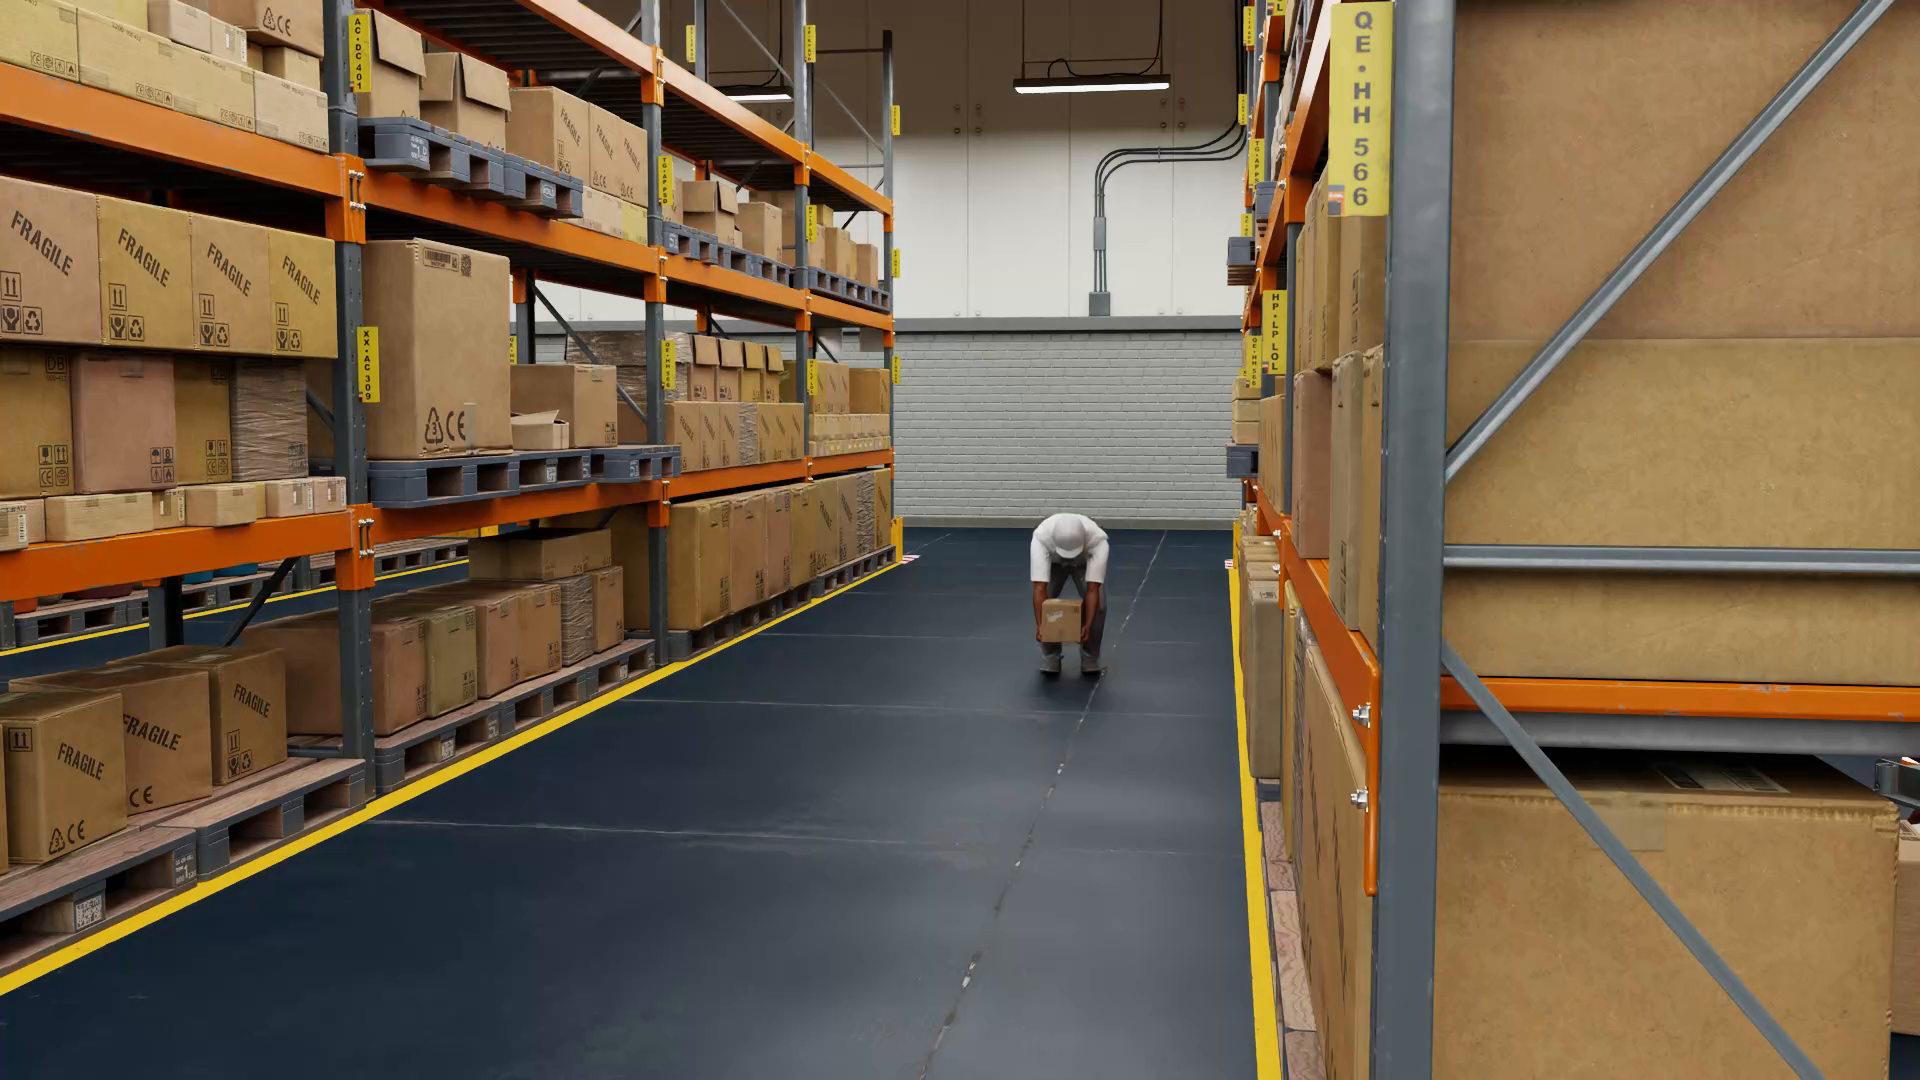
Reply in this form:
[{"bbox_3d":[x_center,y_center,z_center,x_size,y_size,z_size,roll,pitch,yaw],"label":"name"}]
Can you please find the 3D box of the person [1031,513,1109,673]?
[{"bbox_3d":[0.723,0.347,10.905,0.509,1.086,0.965,0,4,6],"label":"person"}]
